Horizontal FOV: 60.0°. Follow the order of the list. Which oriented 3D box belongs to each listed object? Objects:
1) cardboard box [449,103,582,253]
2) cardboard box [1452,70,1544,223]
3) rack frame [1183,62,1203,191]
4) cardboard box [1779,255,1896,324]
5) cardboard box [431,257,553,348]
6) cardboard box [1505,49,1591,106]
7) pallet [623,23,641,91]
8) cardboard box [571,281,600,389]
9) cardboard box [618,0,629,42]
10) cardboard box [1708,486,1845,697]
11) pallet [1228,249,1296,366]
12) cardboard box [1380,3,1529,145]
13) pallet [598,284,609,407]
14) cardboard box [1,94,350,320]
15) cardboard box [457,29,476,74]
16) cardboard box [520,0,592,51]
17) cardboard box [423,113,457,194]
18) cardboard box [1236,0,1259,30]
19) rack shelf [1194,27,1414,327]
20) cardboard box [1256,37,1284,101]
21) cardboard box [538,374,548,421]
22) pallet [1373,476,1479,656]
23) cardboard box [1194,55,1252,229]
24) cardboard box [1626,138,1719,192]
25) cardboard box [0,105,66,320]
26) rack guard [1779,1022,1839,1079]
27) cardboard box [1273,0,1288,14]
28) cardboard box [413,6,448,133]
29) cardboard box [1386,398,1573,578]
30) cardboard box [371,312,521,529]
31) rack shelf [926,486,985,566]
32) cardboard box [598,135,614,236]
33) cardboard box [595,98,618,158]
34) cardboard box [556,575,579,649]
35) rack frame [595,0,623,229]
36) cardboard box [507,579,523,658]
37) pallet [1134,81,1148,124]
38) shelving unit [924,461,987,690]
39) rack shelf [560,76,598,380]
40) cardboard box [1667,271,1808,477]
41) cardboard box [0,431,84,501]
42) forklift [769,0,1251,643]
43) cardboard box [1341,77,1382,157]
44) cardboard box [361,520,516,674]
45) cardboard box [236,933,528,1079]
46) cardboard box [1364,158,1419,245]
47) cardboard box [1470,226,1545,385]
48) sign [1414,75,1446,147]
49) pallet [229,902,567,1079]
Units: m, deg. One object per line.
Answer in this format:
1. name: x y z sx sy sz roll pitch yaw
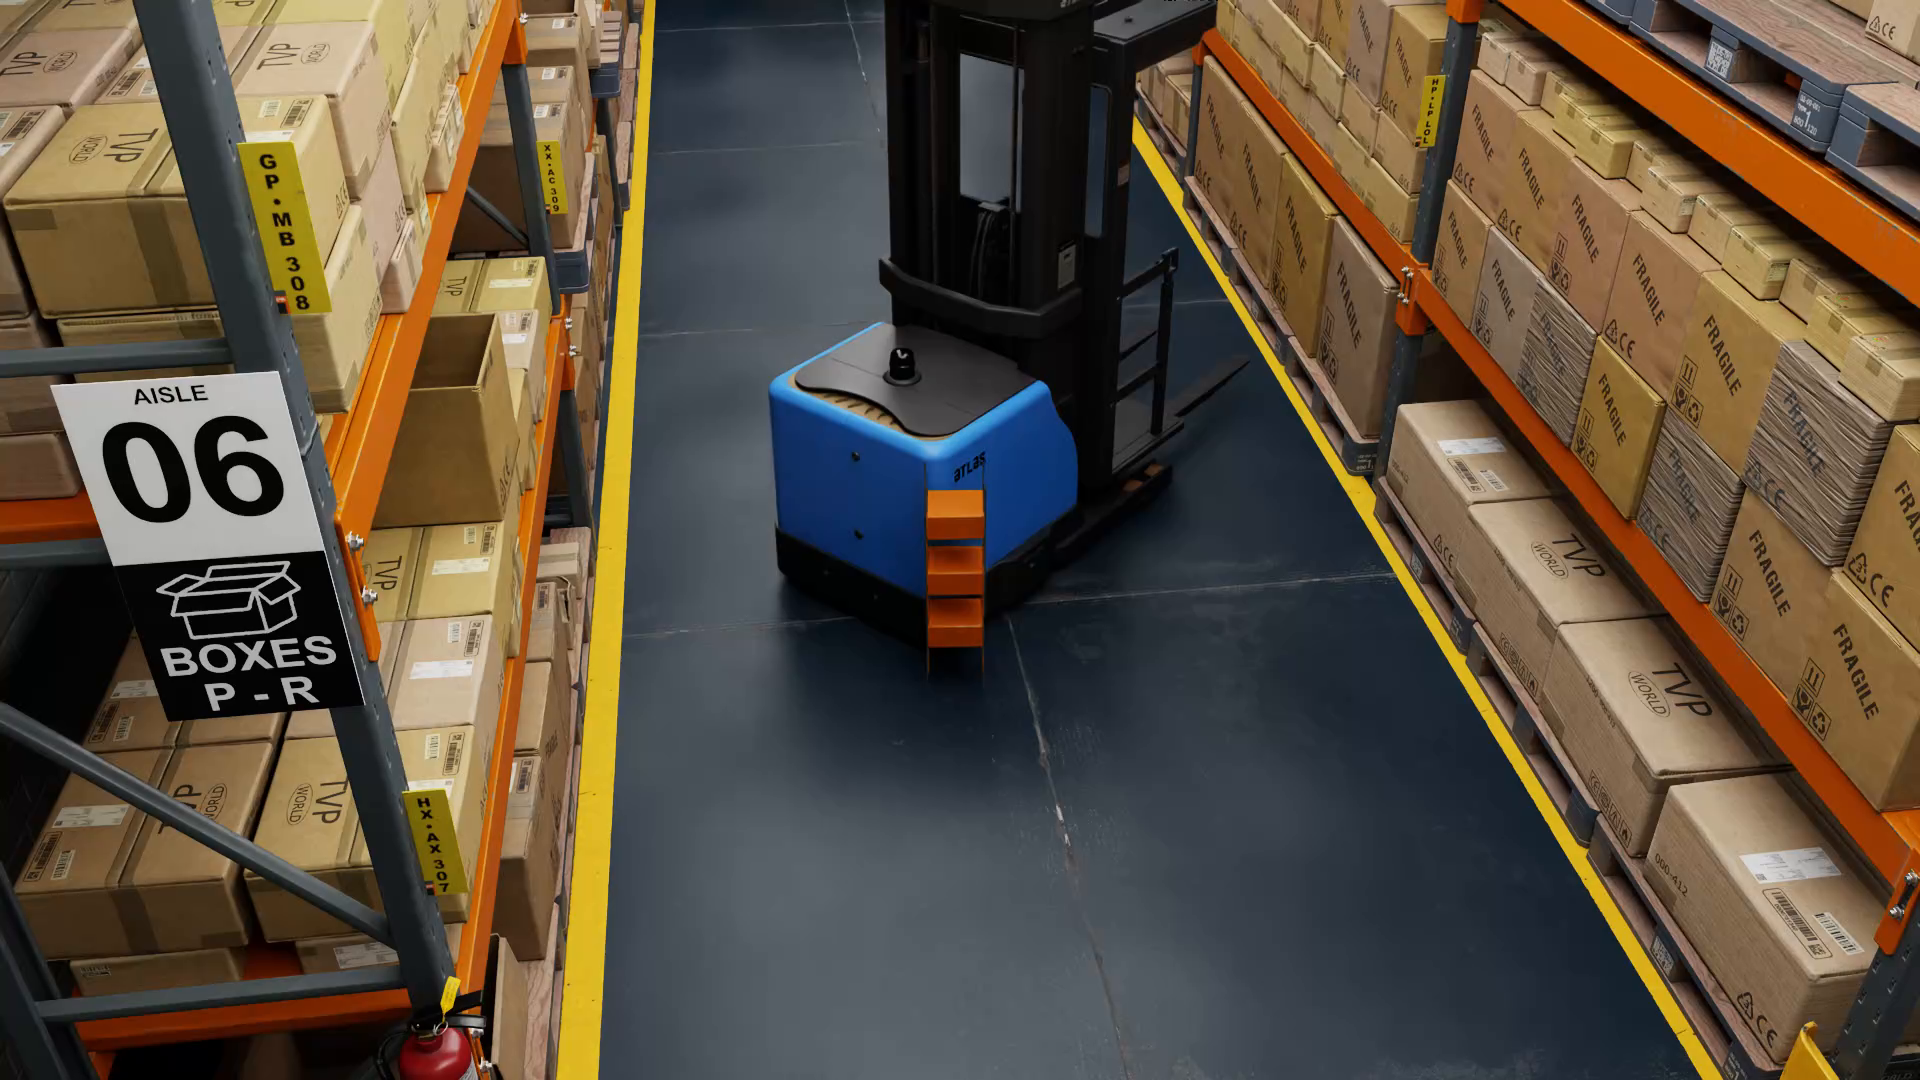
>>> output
1. cardboard box: -2.119 -1.642 7.534 0.700 0.500 0.500 -4 34 -5
2. cardboard box: 2.467 -1.688 7.087 0.500 0.500 0.500 -4 34 -6
3. rack frame: 2.105 -3.750 11.089 1.000 3.000 0.127 -4 35 -6
4. cardboard box: 2.800 -0.766 5.158 0.380 0.149 0.250 -5 35 -7
5. cardboard box: -1.965 -0.935 6.828 0.500 0.250 0.500 -4 34 -5
6. cardboard box: 2.478 -1.903 6.826 0.380 0.149 0.250 -4 34 -6
7. pallet: -3.214 -4.044 13.996 1.003 0.211 1.213 -4 35 -6
8. cardboard box: -2.262 -1.143 9.110 0.500 0.500 0.500 -5 35 -8
9. cardboard box: -3.270 -4.506 13.934 0.875 0.625 0.625 -3 34 -4
10. cardboard box: 2.801 0.143 5.288 0.500 0.500 0.500 -5 35 -7
11. pallet: 2.297 -1.473 10.224 1.003 0.211 1.213 -4 35 -6
12. cardboard box: 2.334 -2.203 7.842 0.500 0.500 0.500 -3 34 -5
13. pallet: -2.590 -1.121 9.707 1.003 0.211 1.213 -4 35 -6
14. cardboard box: -1.548 -0.681 3.348 0.500 0.250 0.500 -5 35 -7
15. cardboard box: -1.848 -1.673 5.600 0.380 0.149 0.250 -4 35 -7
16. cardboard box: -2.411 -2.691 9.071 0.797 0.503 0.637 -5 35 -7
17. cardboard box: -1.660 -1.102 4.763 0.380 0.149 0.250 -4 35 -6
18. cardboard box: 1.997 -3.305 10.125 0.500 0.250 0.500 -4 34 -5
19. rack shelf: 2.374 -2.337 9.654 1.077 0.370 4.000 -4 35 -6
20. cardboard box: 2.073 -2.817 9.854 0.500 0.250 0.500 -3 34 -5
21. cardboard box: -1.867 -0.590 6.676 0.380 0.149 0.250 -4 34 -5
22. pallet: 2.667 0.065 7.968 1.003 0.211 1.213 -4 35 -6
23. cardboard box: 2.115 -2.654 10.994 0.875 0.875 0.875 -5 35 -7
24. cardboard box: 2.649 -1.336 5.994 0.380 0.149 0.250 -4 35 -7
25. cardboard box: -2.074 -0.642 3.289 0.500 0.250 0.500 -5 35 -8
26. rack guard: 3.184 1.761 5.223 1.175 0.500 0.348 -4 35 -6
27. cardboard box: 2.059 -3.345 9.518 0.500 0.500 0.500 -3 34 -5
28. cardboard box: -1.764 -1.332 4.746 0.500 0.250 0.500 -5 35 -7
29. cardboard box: 2.621 -0.274 7.891 0.875 0.438 0.875 -5 35 -7
30. cardboard box: -1.734 -0.389 5.361 0.500 0.500 0.500 -4 34 -5
31. rack shelf: -0.021 -0.059 6.919 0.240 0.259 0.215 -1 34 -1
32. cardboard box: -2.544 -2.293 10.798 0.500 0.500 0.500 -3 34 -5
33. cardboard box: -2.884 -2.913 11.597 0.875 0.625 0.625 -3 34 -5
34. cardboard box: -1.861 0.304 7.195 0.396 0.266 0.258 -3 34 -5
35. rack frame: -2.813 -3.372 10.534 1.000 3.000 0.127 -4 35 -6
36. cardboard box: -1.634 0.269 5.414 0.380 0.149 0.250 -5 35 -8
37. pallet: 1.840 -3.713 13.511 1.003 0.211 1.213 -4 35 -6
38. shelving unit: -0.021 0.167 7.073 0.252 1.050 0.215 -1 34 -1
39. rack shelf: -2.544 -1.959 9.099 1.077 0.370 4.000 -4 35 -6
40. cardboard box: 2.717 -0.557 5.427 0.500 0.500 0.500 -5 35 -7
41. cardboard box: -2.010 -0.204 3.446 0.380 0.149 0.250 -3 34 -5
42. forklift: 0.440 -1.509 7.862 1.130 2.935 3.031 24 41 31
43. cardboard box: 2.268 -2.168 8.458 0.500 0.250 0.500 -4 34 -5
44. cardboard box: -1.671 0.194 5.171 0.500 0.250 0.500 -5 35 -7
45. cardboard box: -1.726 1.602 5.080 0.797 0.503 0.637 -6 35 -8
46. cardboard box: 2.333 -1.687 8.195 0.500 0.250 0.500 -5 35 -8
47. cardboard box: 2.510 -0.996 6.960 0.500 0.500 0.500 -4 34 -6
48. sign: 2.106 -1.917 7.442 0.100 0.325 0.005 -4 35 -6
49. pallet: -1.856 1.758 5.484 1.003 0.211 1.213 -4 35 -6
